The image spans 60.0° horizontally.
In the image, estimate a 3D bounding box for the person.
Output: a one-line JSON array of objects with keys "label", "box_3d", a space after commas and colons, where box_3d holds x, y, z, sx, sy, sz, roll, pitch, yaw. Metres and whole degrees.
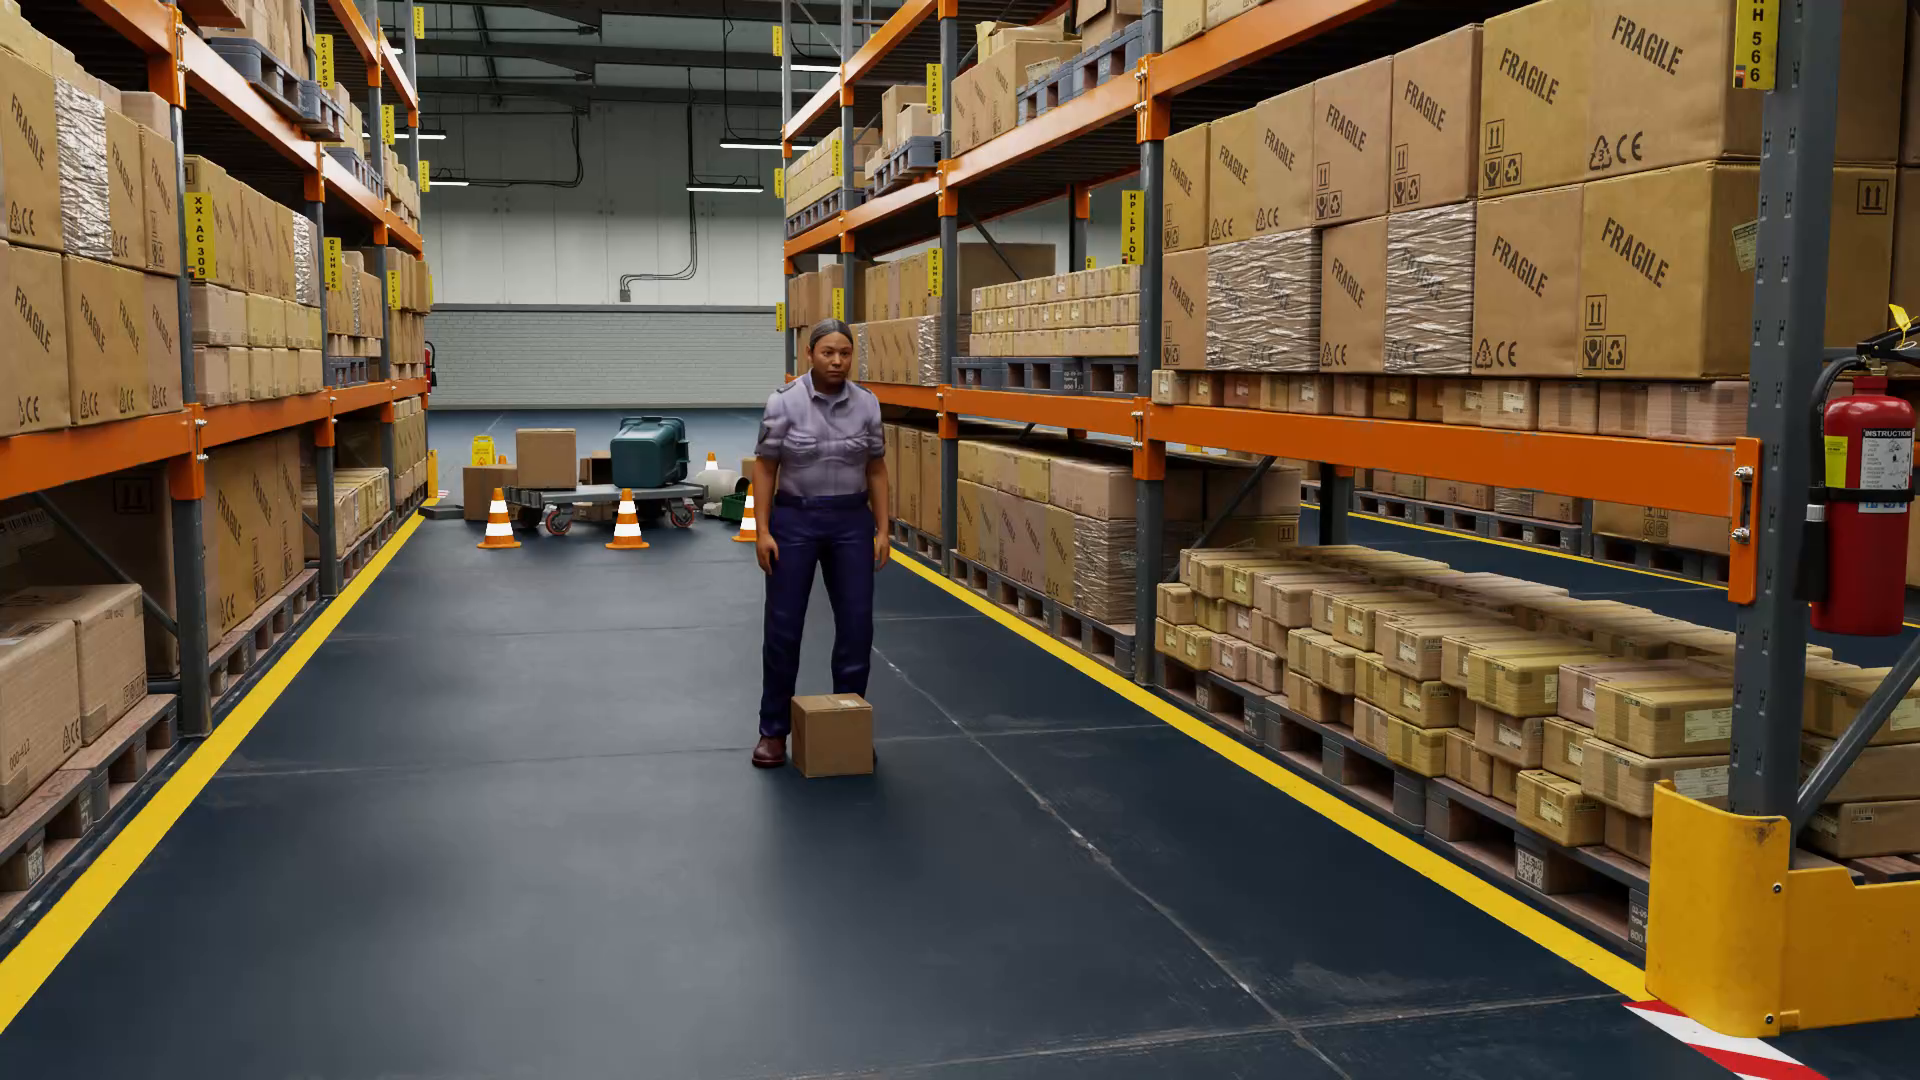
[{"label": "person", "box_3d": [-0.523, 0.006, 6.238, 0.562, 1.636, 0.426, -2, 7, -17]}]
